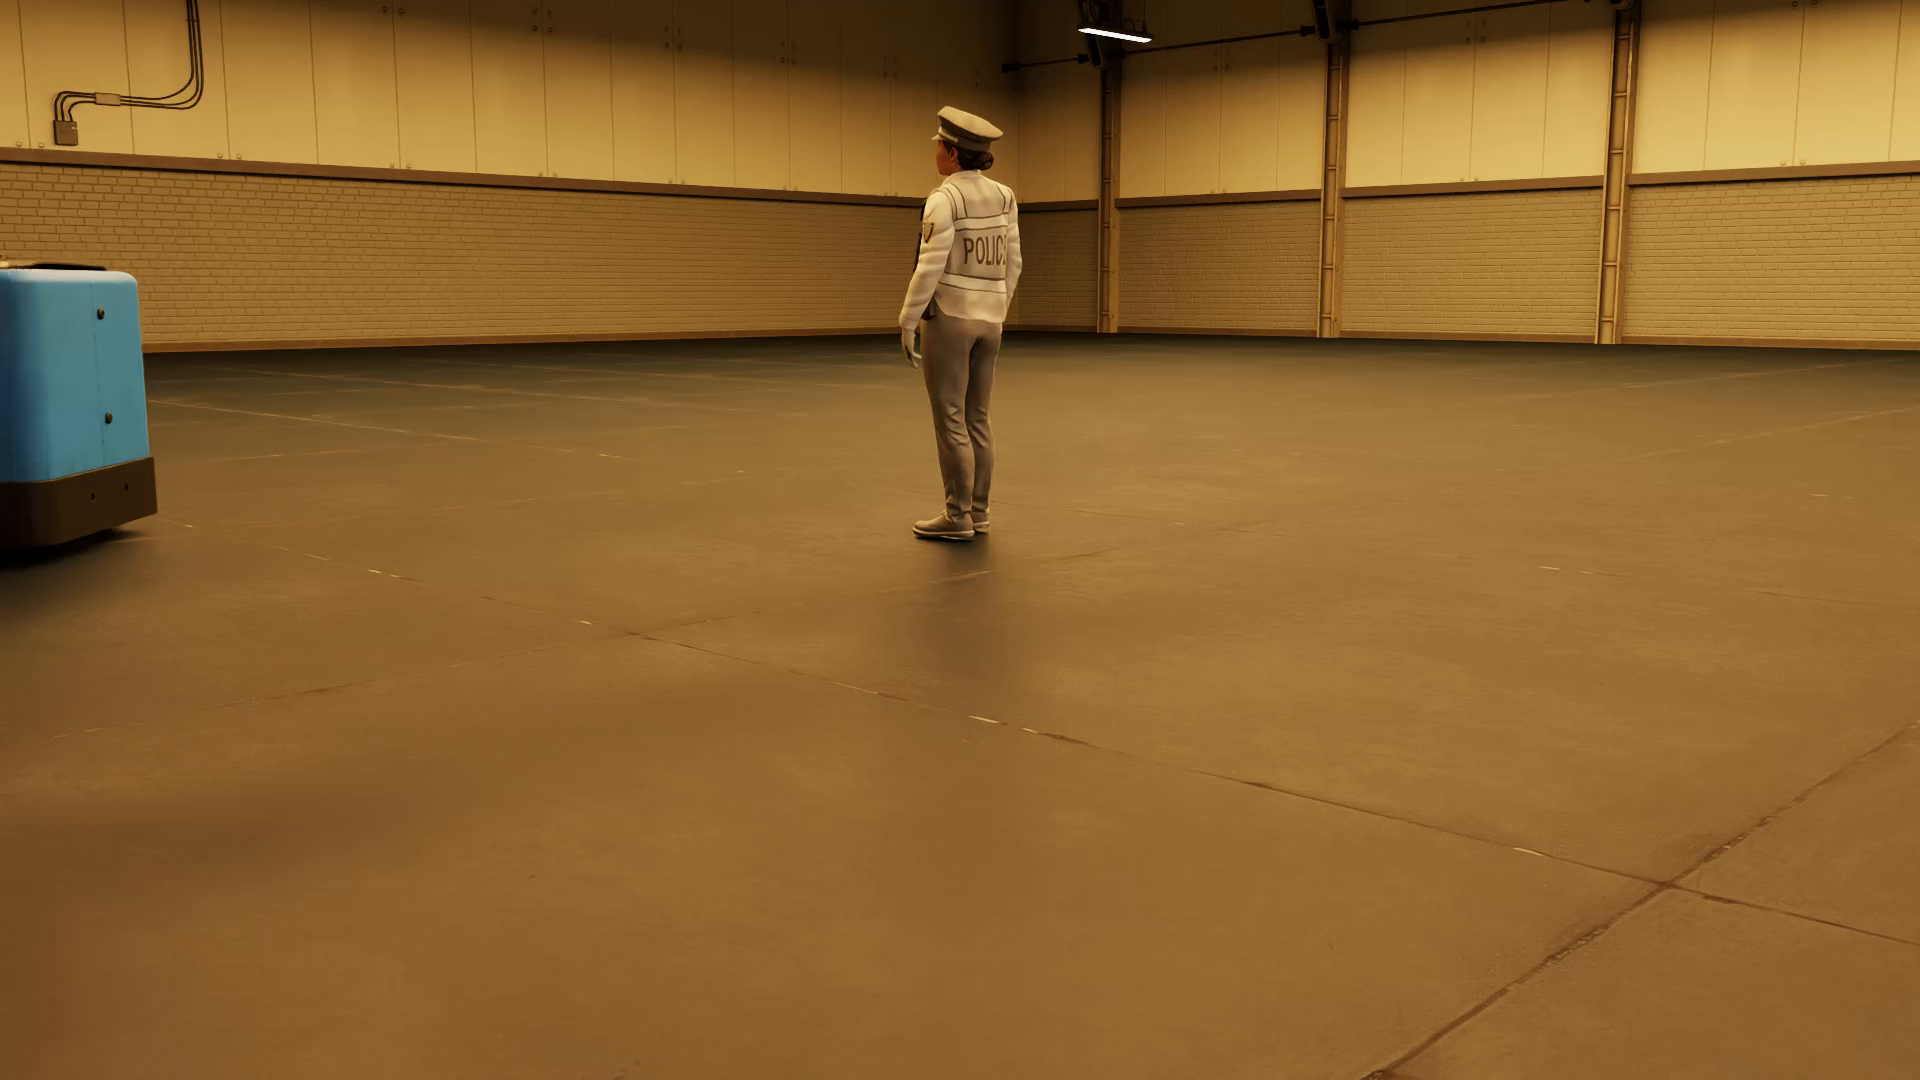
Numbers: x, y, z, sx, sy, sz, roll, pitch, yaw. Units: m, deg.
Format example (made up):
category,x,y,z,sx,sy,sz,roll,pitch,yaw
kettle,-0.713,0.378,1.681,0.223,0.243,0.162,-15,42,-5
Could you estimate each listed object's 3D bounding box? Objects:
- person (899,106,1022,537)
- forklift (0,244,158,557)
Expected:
category,x,y,z,sx,sy,sz,roll,pitch,yaw
person,-0.045,-0.853,6.642,0.531,1.695,0.587,8,12,43
forklift,-4.855,-1.412,6.252,3.031,2.935,1.130,-1,9,-4
